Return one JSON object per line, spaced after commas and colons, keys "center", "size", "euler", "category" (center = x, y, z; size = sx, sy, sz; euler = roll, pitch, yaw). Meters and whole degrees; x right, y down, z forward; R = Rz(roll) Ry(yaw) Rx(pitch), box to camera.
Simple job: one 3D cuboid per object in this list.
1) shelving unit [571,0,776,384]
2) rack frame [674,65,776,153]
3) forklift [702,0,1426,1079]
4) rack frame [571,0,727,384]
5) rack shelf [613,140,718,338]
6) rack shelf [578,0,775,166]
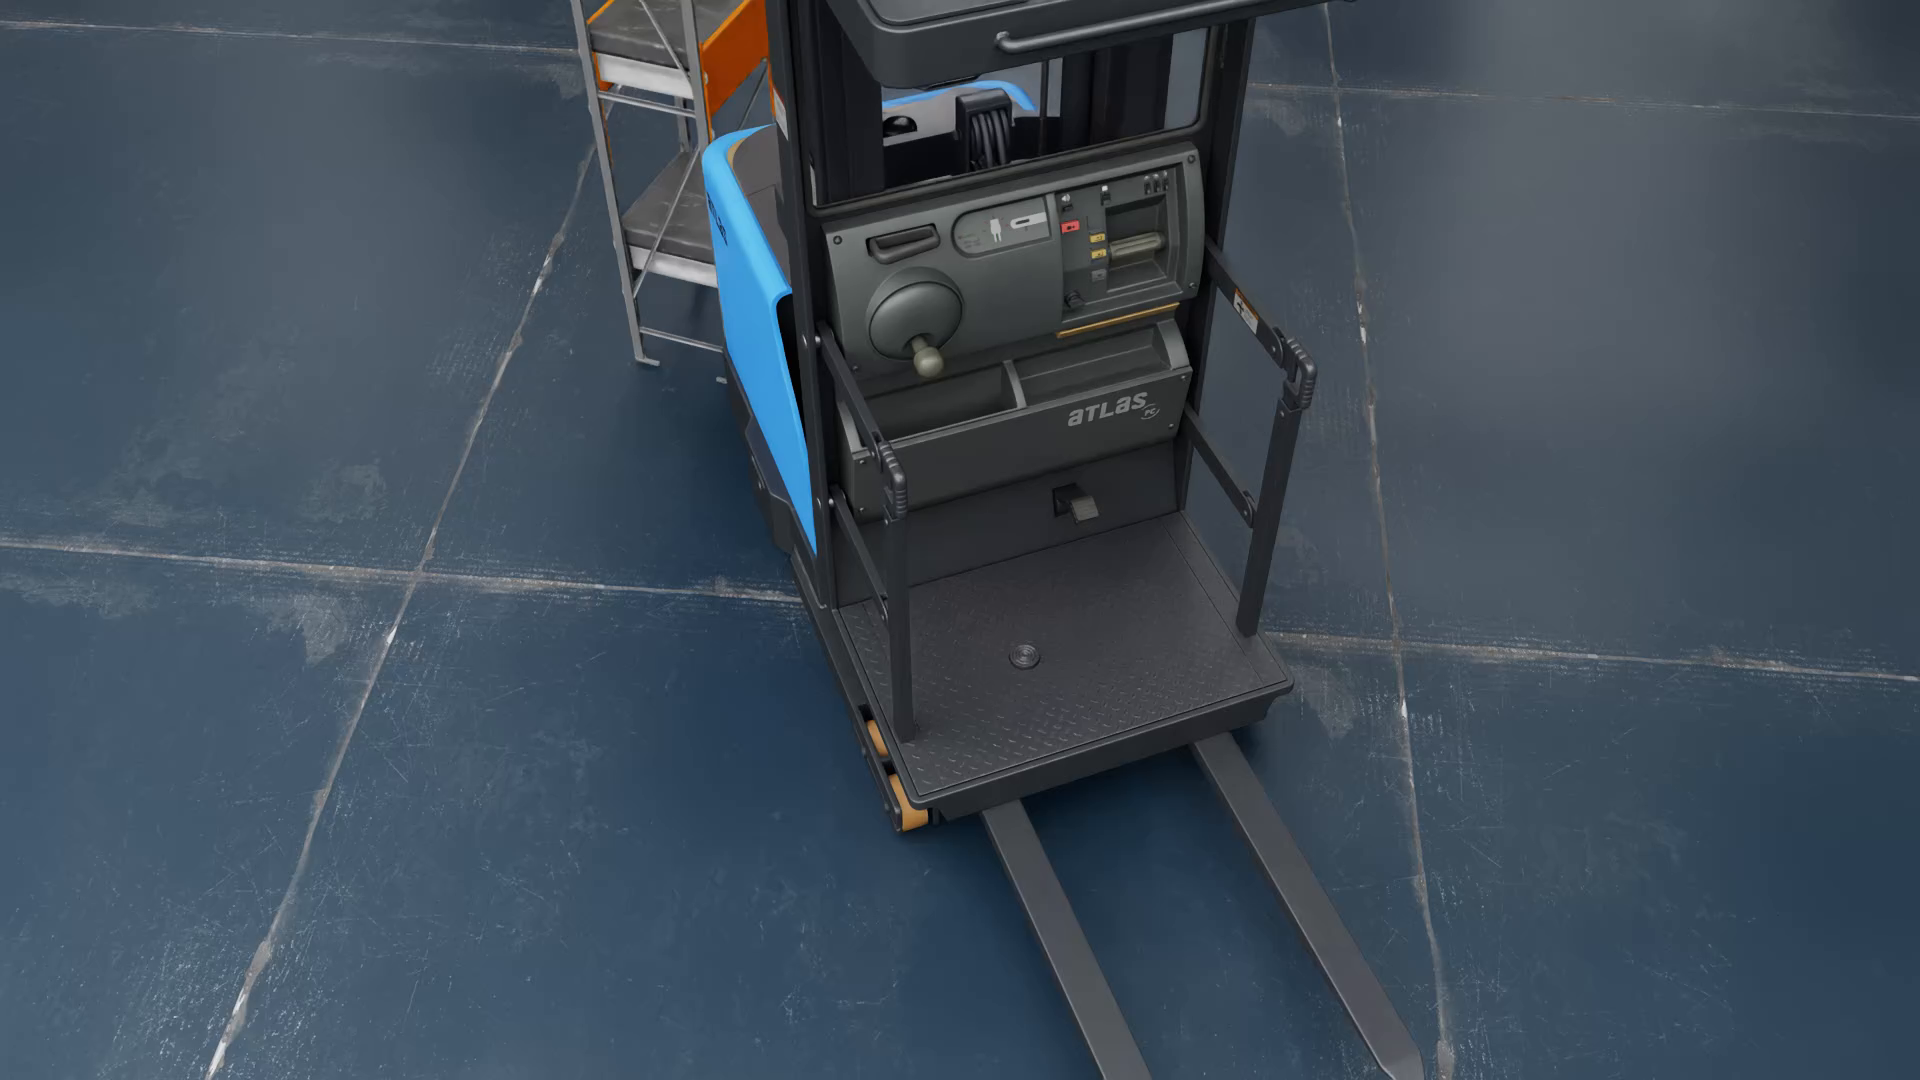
{"center": [-0.855, -1.472, 5.163], "size": [0.431, 2.100, 0.503], "euler": [15, 48, 14], "category": "shelving unit"}
{"center": [-0.769, -1.636, 5.321], "size": [0.400, 2.100, 0.015], "euler": [15, 48, 14], "category": "rack frame"}
{"center": [0.222, -0.555, 3.772], "size": [1.130, 2.935, 3.031], "euler": [-16, 49, -14], "category": "forklift"}
{"center": [-0.941, -1.307, 5.005], "size": [0.400, 2.100, 0.015], "euler": [15, 48, 14], "category": "rack frame"}
{"center": [-0.855, -0.977, 5.677], "size": [0.431, 0.518, 0.480], "euler": [15, 48, 14], "category": "rack shelf"}
{"center": [-0.855, -1.462, 5.173], "size": [0.431, 0.518, 0.480], "euler": [15, 48, 14], "category": "rack shelf"}
